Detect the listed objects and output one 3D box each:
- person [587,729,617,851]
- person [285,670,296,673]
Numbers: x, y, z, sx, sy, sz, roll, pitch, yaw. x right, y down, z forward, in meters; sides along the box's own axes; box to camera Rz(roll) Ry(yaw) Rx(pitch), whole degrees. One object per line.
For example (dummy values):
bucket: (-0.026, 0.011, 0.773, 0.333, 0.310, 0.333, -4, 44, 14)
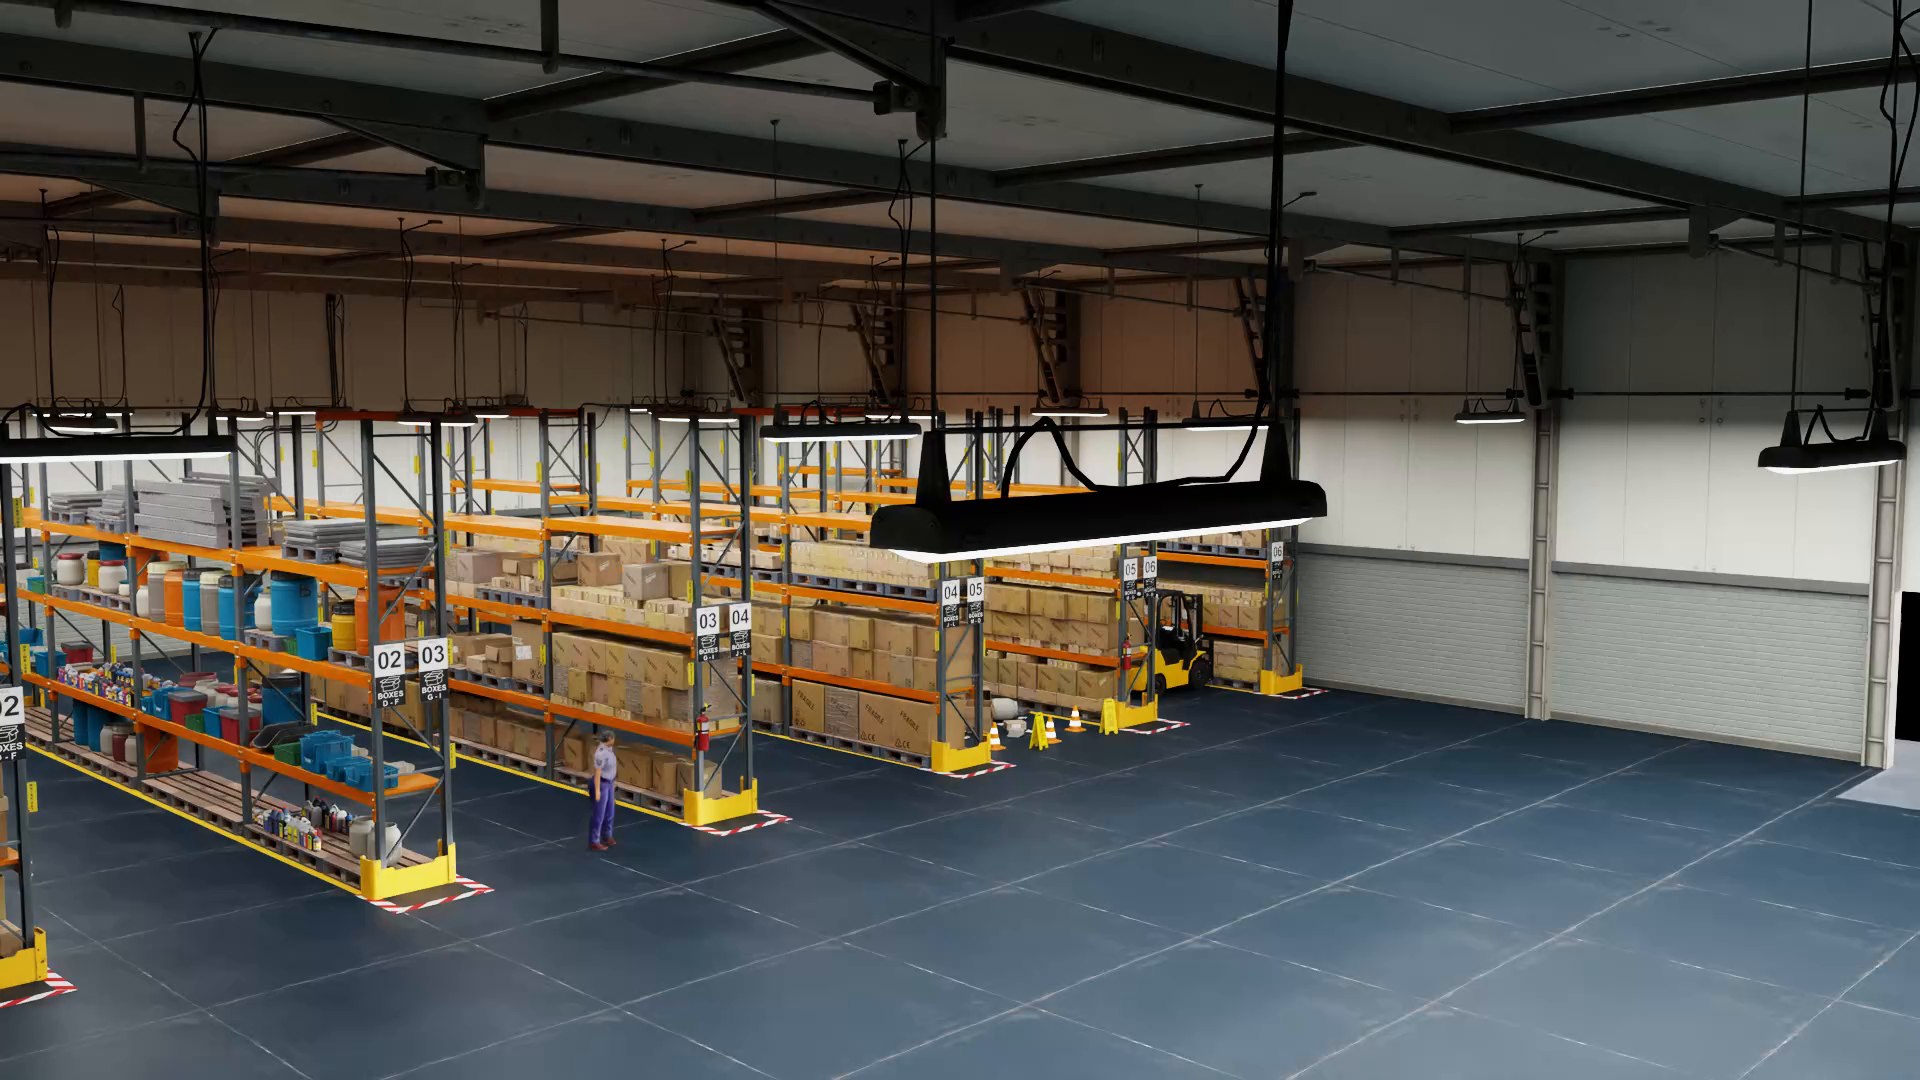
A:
person: (-4.983, 3.476, 23.203, 0.391, 1.631, 0.563, 1, 5, 6)
person: (-11.043, 3.024, 27.620, 1.006, 1.734, 0.475, 4, 6, 37)
